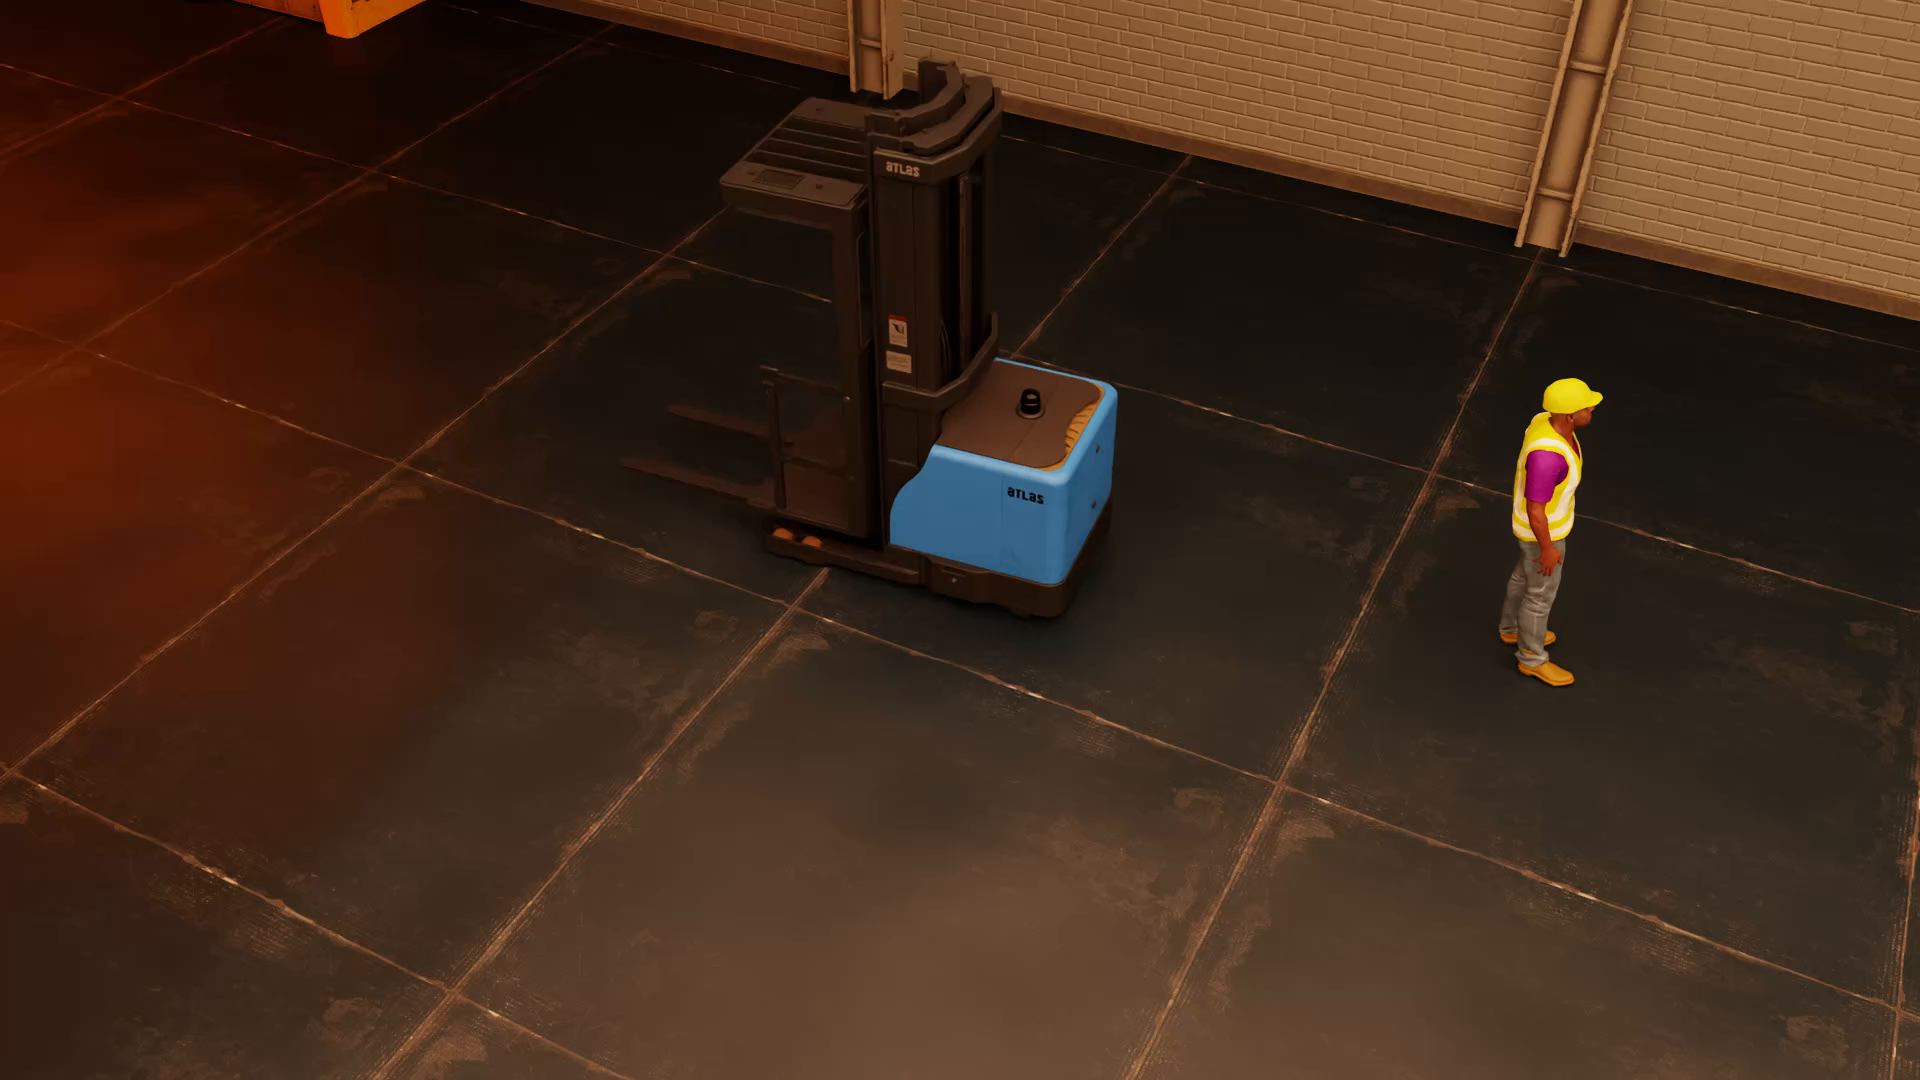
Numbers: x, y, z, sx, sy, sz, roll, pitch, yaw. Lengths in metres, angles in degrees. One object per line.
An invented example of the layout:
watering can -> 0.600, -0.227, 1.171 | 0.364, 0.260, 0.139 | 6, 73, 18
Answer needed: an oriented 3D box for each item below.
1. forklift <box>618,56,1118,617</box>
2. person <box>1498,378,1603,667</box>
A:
forklift -> -0.637, -1.277, 9.502 | 3.031, 2.935, 1.130 | 15, 42, 17
person -> 3.153, -0.123, 8.980 | 0.420, 1.706, 0.666 | 12, 41, 13
